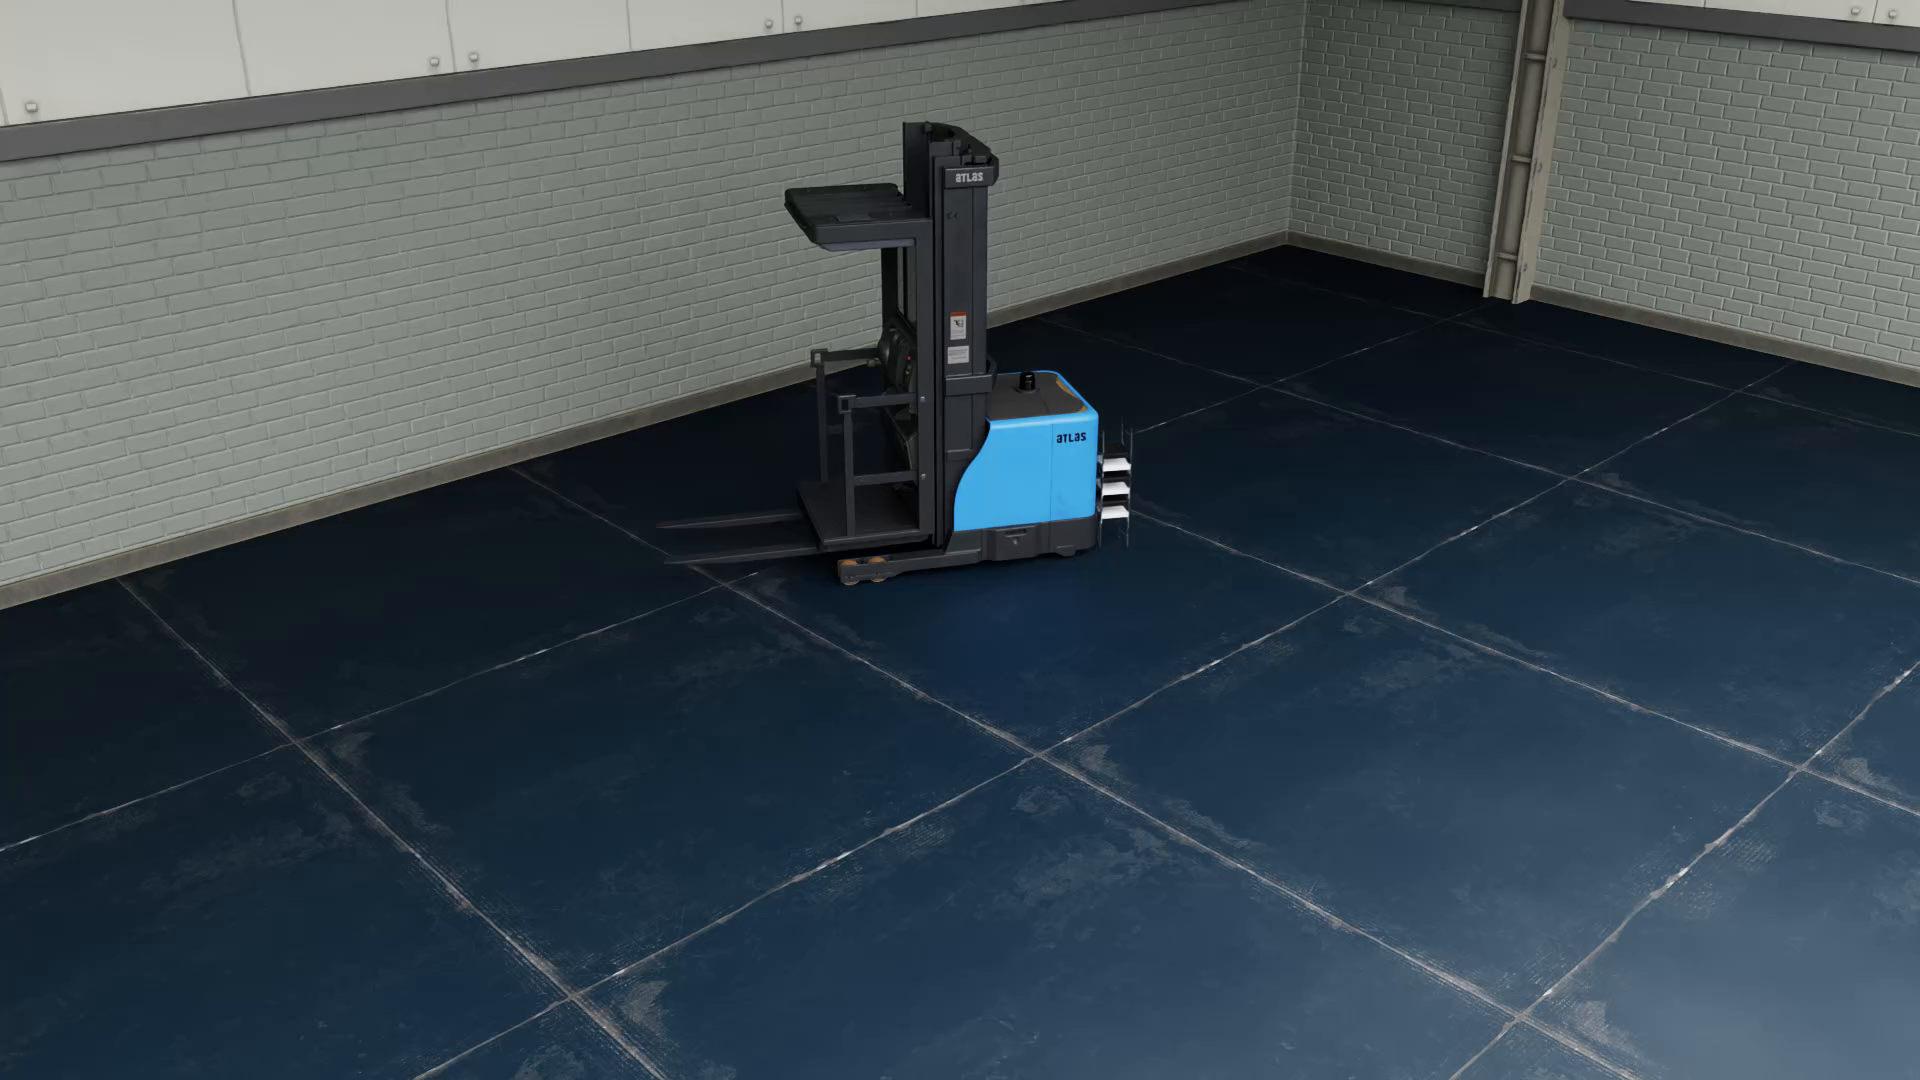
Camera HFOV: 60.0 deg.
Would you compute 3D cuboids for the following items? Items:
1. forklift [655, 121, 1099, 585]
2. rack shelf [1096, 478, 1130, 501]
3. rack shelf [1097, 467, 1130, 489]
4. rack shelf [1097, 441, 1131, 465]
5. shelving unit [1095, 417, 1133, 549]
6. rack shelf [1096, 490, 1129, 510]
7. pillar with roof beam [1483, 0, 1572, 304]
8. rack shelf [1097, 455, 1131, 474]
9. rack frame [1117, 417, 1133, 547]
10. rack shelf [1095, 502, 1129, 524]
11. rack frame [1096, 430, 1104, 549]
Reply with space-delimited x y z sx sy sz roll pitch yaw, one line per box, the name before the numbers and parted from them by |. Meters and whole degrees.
forklift | -0.608 -1.267 11.294 3.031 2.935 1.130 -6 25 -13
rack shelf | 1.075 -0.370 11.847 0.200 0.077 0.258 -5 24 -11
rack shelf | 1.075 -0.452 11.811 0.200 0.077 0.258 -5 24 -11
rack shelf | 1.074 -0.617 11.739 0.200 0.077 0.258 -5 24 -11
shelving unit | 1.075 -0.400 11.833 0.210 0.900 0.258 -5 24 -11
rack shelf | 1.075 -0.287 11.882 0.200 0.077 0.258 -5 24 -11
pillar with roof beam | 2.677 -5.455 13.162 9.100 9.000 0.400 -21 32 -38
rack shelf | 1.074 -0.535 11.775 0.200 0.077 0.258 -5 24 -11
rack frame | 1.174 -0.409 11.852 0.006 0.900 0.240 -5 24 -11
rack shelf | 1.075 -0.205 11.918 0.200 0.077 0.258 -5 24 -11
rack frame | 0.975 -0.392 11.814 0.006 0.900 0.240 -5 24 -11
